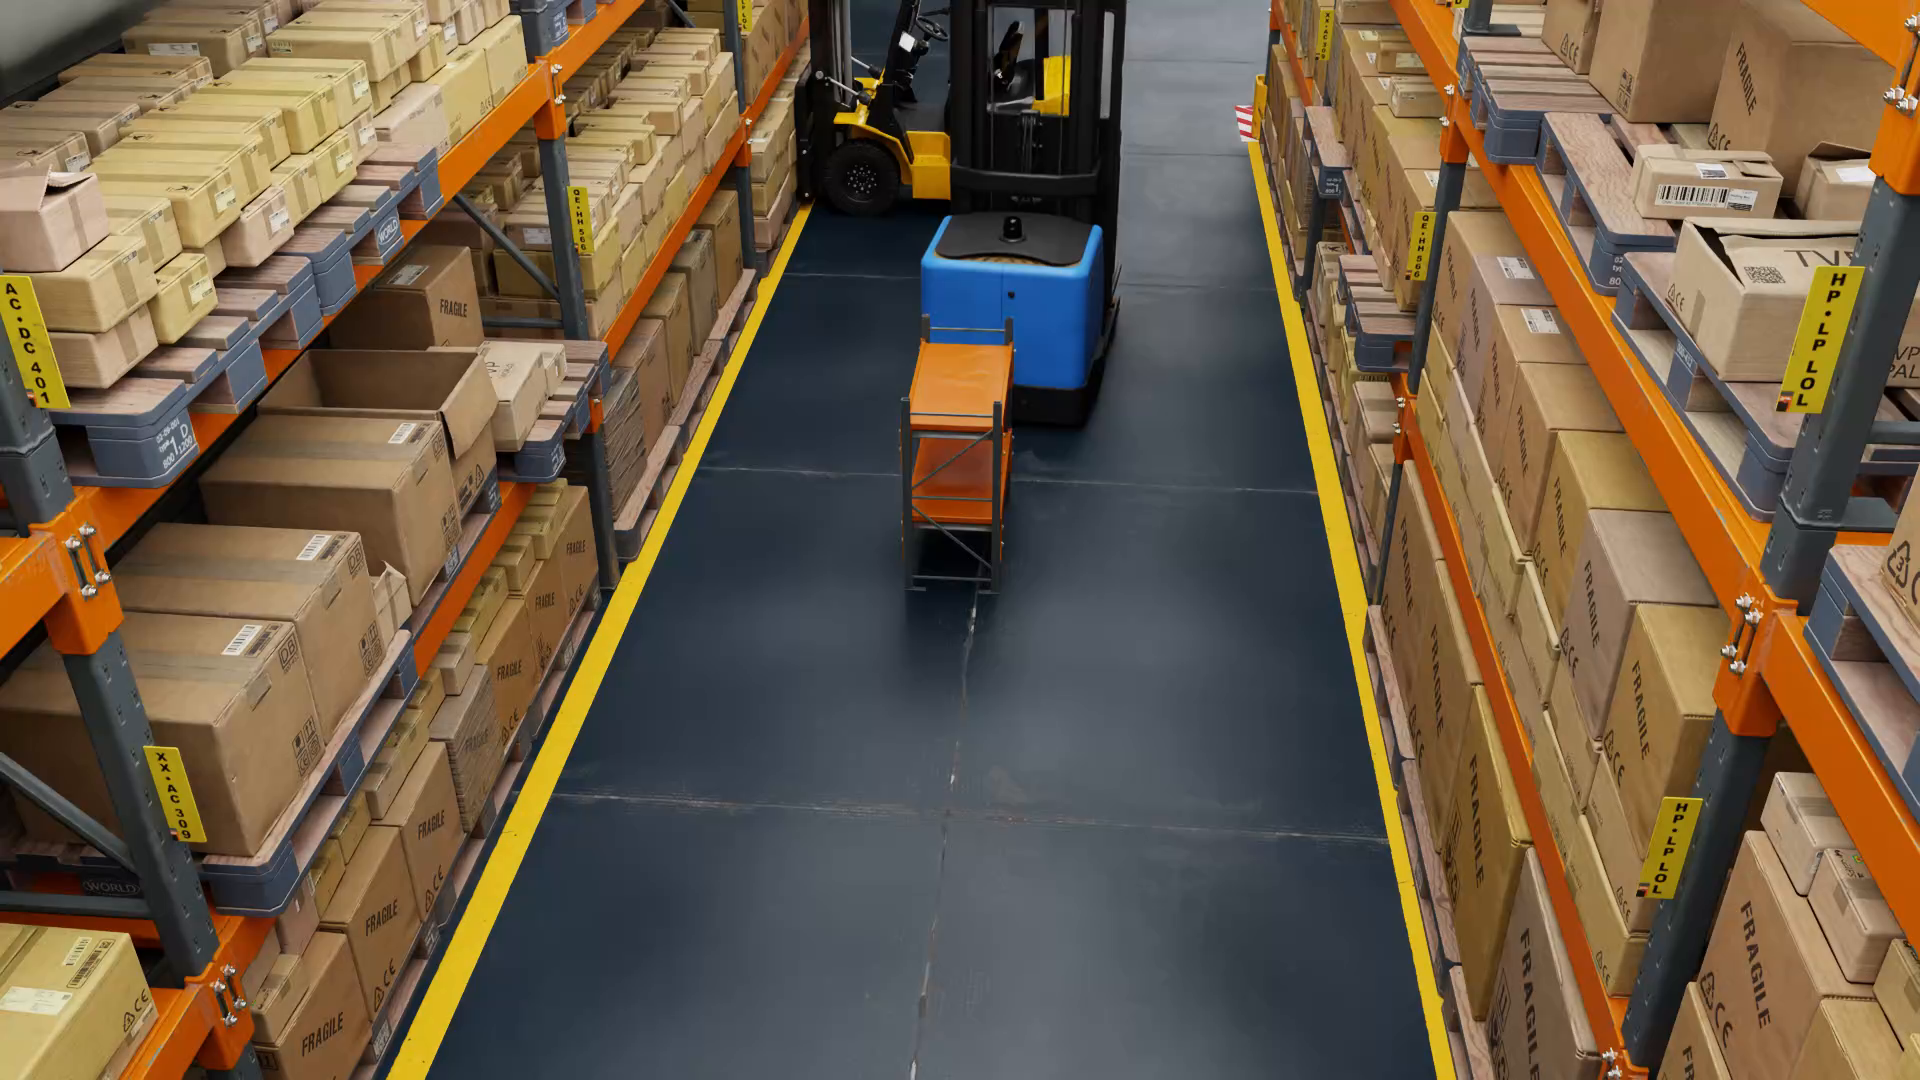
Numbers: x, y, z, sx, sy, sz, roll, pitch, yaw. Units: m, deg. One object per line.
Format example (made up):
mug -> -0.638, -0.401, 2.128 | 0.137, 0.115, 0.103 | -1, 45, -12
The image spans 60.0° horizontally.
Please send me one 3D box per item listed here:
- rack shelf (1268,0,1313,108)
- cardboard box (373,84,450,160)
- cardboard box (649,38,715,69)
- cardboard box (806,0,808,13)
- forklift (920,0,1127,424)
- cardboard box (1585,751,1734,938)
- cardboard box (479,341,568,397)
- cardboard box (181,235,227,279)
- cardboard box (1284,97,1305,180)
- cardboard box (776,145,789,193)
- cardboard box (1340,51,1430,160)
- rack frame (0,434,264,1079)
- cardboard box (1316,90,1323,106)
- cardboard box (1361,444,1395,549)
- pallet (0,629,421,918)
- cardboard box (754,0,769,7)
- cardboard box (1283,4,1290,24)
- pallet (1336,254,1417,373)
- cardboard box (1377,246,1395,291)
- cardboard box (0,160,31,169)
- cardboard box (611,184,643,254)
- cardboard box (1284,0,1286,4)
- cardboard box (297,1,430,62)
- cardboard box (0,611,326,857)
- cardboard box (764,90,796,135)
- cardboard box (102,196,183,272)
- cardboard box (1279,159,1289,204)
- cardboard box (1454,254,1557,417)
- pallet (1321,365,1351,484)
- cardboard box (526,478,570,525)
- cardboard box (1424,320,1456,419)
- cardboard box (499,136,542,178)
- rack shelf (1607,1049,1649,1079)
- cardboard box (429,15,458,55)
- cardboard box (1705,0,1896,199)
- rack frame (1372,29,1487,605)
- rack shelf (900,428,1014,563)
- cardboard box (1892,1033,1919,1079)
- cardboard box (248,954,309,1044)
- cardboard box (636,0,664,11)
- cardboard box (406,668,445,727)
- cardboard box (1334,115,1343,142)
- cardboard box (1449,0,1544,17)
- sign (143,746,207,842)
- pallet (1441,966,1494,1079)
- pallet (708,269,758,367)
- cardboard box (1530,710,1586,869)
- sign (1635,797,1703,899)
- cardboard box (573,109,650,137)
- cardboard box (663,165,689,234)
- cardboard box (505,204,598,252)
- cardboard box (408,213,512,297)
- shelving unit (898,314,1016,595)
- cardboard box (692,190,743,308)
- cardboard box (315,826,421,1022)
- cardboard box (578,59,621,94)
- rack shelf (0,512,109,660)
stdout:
rack shelf -> 3.114, -3.680, 13.048 | 1.077, 0.370, 4.000 | 2, 32, 4
cardboard box -> -2.202, -1.469, 6.058 | 0.500, 0.250, 0.500 | 2, 32, 4
cardboard box -> -1.805, -3.145, 10.781 | 0.380, 0.149, 0.250 | 2, 32, 3
cardboard box -> -1.500, -4.745, 13.995 | 0.500, 0.500, 0.500 | 3, 32, 6
forklift -> 0.524, -2.721, 10.872 | 1.130, 2.935, 3.031 | 6, 32, 9
cardboard box -> 2.094, 0.853, 4.673 | 0.500, 0.250, 0.500 | 2, 32, 4
cardboard box -> -1.993, -0.771, 7.481 | 0.380, 0.149, 0.250 | 3, 32, 5
cardboard box -> -2.248, -0.768, 4.522 | 0.380, 0.149, 0.250 | 3, 32, 4
cardboard box -> 2.812, -3.121, 12.962 | 0.500, 0.500, 0.500 | 4, 32, 7
cardboard box -> -1.610, -2.874, 12.799 | 0.500, 0.250, 0.500 | 2, 32, 4
cardboard box -> 2.533, -2.535, 9.726 | 0.500, 0.500, 0.500 | 2, 32, 4
rack frame -> -2.647, 1.033, 4.715 | 1.000, 3.000, 0.127 | 2, 32, 4
cardboard box -> 2.674, -3.014, 11.522 | 0.380, 0.149, 0.250 | 2, 32, 3
cardboard box -> 2.682, -0.204, 8.826 | 0.950, 0.372, 0.625 | 0, 32, 1
pallet -> -2.473, 0.702, 5.436 | 1.003, 0.211, 1.213 | 2, 32, 4
cardboard box -> -1.601, -4.023, 12.206 | 0.380, 0.149, 0.250 | 3, 32, 5
cardboard box -> 2.868, -4.357, 13.701 | 0.380, 0.149, 0.250 | 3, 32, 5
pallet -> 2.578, -1.144, 8.430 | 1.213, 0.211, 1.003 | 2, 32, 4
cardboard box -> 2.344, -1.379, 8.467 | 0.380, 0.149, 0.250 | 2, 32, 4
cardboard box -> -2.729, -0.913, 4.474 | 0.380, 0.149, 0.250 | 2, 32, 3
cardboard box -> -2.000, -1.691, 8.801 | 0.500, 0.250, 0.500 | 3, 32, 6
cardboard box -> 2.923, -4.694, 13.629 | 0.500, 0.500, 0.500 | 3, 32, 5
cardboard box -> -2.142, -1.829, 5.979 | 0.380, 0.149, 0.250 | 2, 32, 3
cardboard box -> -2.385, 0.568, 4.973 | 0.700, 0.500, 0.500 | 3, 32, 5
cardboard box -> -1.563, -3.351, 13.096 | 0.500, 0.250, 0.500 | 3, 32, 6
cardboard box -> -2.235, -0.765, 4.233 | 0.380, 0.149, 0.250 | 3, 32, 5
cardboard box -> 2.811, -2.814, 13.177 | 0.500, 0.250, 0.500 | 3, 32, 5
cardboard box -> 2.311, -0.810, 6.656 | 0.500, 0.500, 0.500 | 3, 32, 4
pallet -> 2.793, -0.706, 10.195 | 1.003, 0.211, 1.213 | 2, 32, 4
cardboard box -> -2.109, -0.180, 8.048 | 0.380, 0.149, 0.250 | 1, 32, 2
cardboard box -> 2.338, -0.743, 7.263 | 0.500, 0.250, 0.500 | 2, 32, 4
cardboard box -> -2.456, -2.095, 9.077 | 0.380, 0.149, 0.250 | 2, 32, 4
rack shelf -> 2.137, 2.595, 2.866 | 1.077, 0.370, 4.000 | 2, 32, 4
cardboard box -> -2.198, -1.975, 6.499 | 0.380, 0.149, 0.250 | 3, 32, 5
cardboard box -> 2.771, -1.413, 5.329 | 0.500, 0.500, 0.500 | 3, 32, 4
rack frame -> 2.626, -0.849, 7.768 | 1.000, 3.000, 0.127 | 2, 32, 4
rack shelf -> -0.001, -0.267, 9.077 | 0.538, 0.278, 1.000 | 2, 32, 4
cardboard box -> 1.951, 1.050, 3.020 | 0.380, 0.149, 0.250 | 2, 32, 4
cardboard box -> -2.353, 1.466, 5.376 | 0.380, 0.149, 0.250 | 4, 32, 6
cardboard box -> -2.271, -3.775, 11.520 | 0.380, 0.149, 0.250 | 3, 32, 4
cardboard box -> -2.316, 0.638, 6.719 | 0.380, 0.149, 0.250 | 3, 32, 4
cardboard box -> 2.563, -2.606, 10.459 | 0.380, 0.149, 0.250 | 3, 32, 5
cardboard box -> 2.713, -2.663, 7.758 | 0.700, 0.500, 0.500 | 2, 32, 4
sign -> -2.106, 0.684, 4.457 | 0.100, 0.325, 0.005 | 2, 32, 4
pallet -> 2.288, 2.023, 5.765 | 1.003, 0.211, 1.213 | 2, 32, 4
pallet -> -2.017, -1.576, 11.606 | 1.003, 0.211, 1.213 | 2, 32, 4
cardboard box -> 2.128, 0.795, 5.243 | 0.500, 0.250, 0.500 | 2, 32, 3
sign -> 1.759, 0.766, 4.120 | 0.100, 0.325, 0.005 | 2, 32, 4
cardboard box -> -1.983, -2.347, 9.486 | 0.380, 0.149, 0.250 | 2, 32, 4
cardboard box -> -1.917, -2.020, 9.812 | 0.500, 0.250, 0.500 | 3, 32, 6
cardboard box -> -2.002, -1.531, 8.162 | 0.380, 0.149, 0.250 | 3, 32, 5
cardboard box -> -2.562, -1.454, 8.417 | 0.500, 0.250, 0.500 | 3, 32, 5
shelving unit -> -0.001, -0.475, 8.949 | 0.538, 1.125, 1.048 | 2, 32, 4
cardboard box -> -2.027, -2.045, 11.572 | 0.875, 0.625, 0.625 | 4, 32, 6
cardboard box -> -2.350, 1.396, 6.108 | 0.500, 0.500, 0.500 | 2, 32, 3
cardboard box -> -2.334, -2.891, 10.369 | 0.380, 0.149, 0.250 | 2, 32, 4
rack shelf -> -2.810, 1.108, 2.420 | 1.077, 0.370, 4.000 | 2, 32, 4
